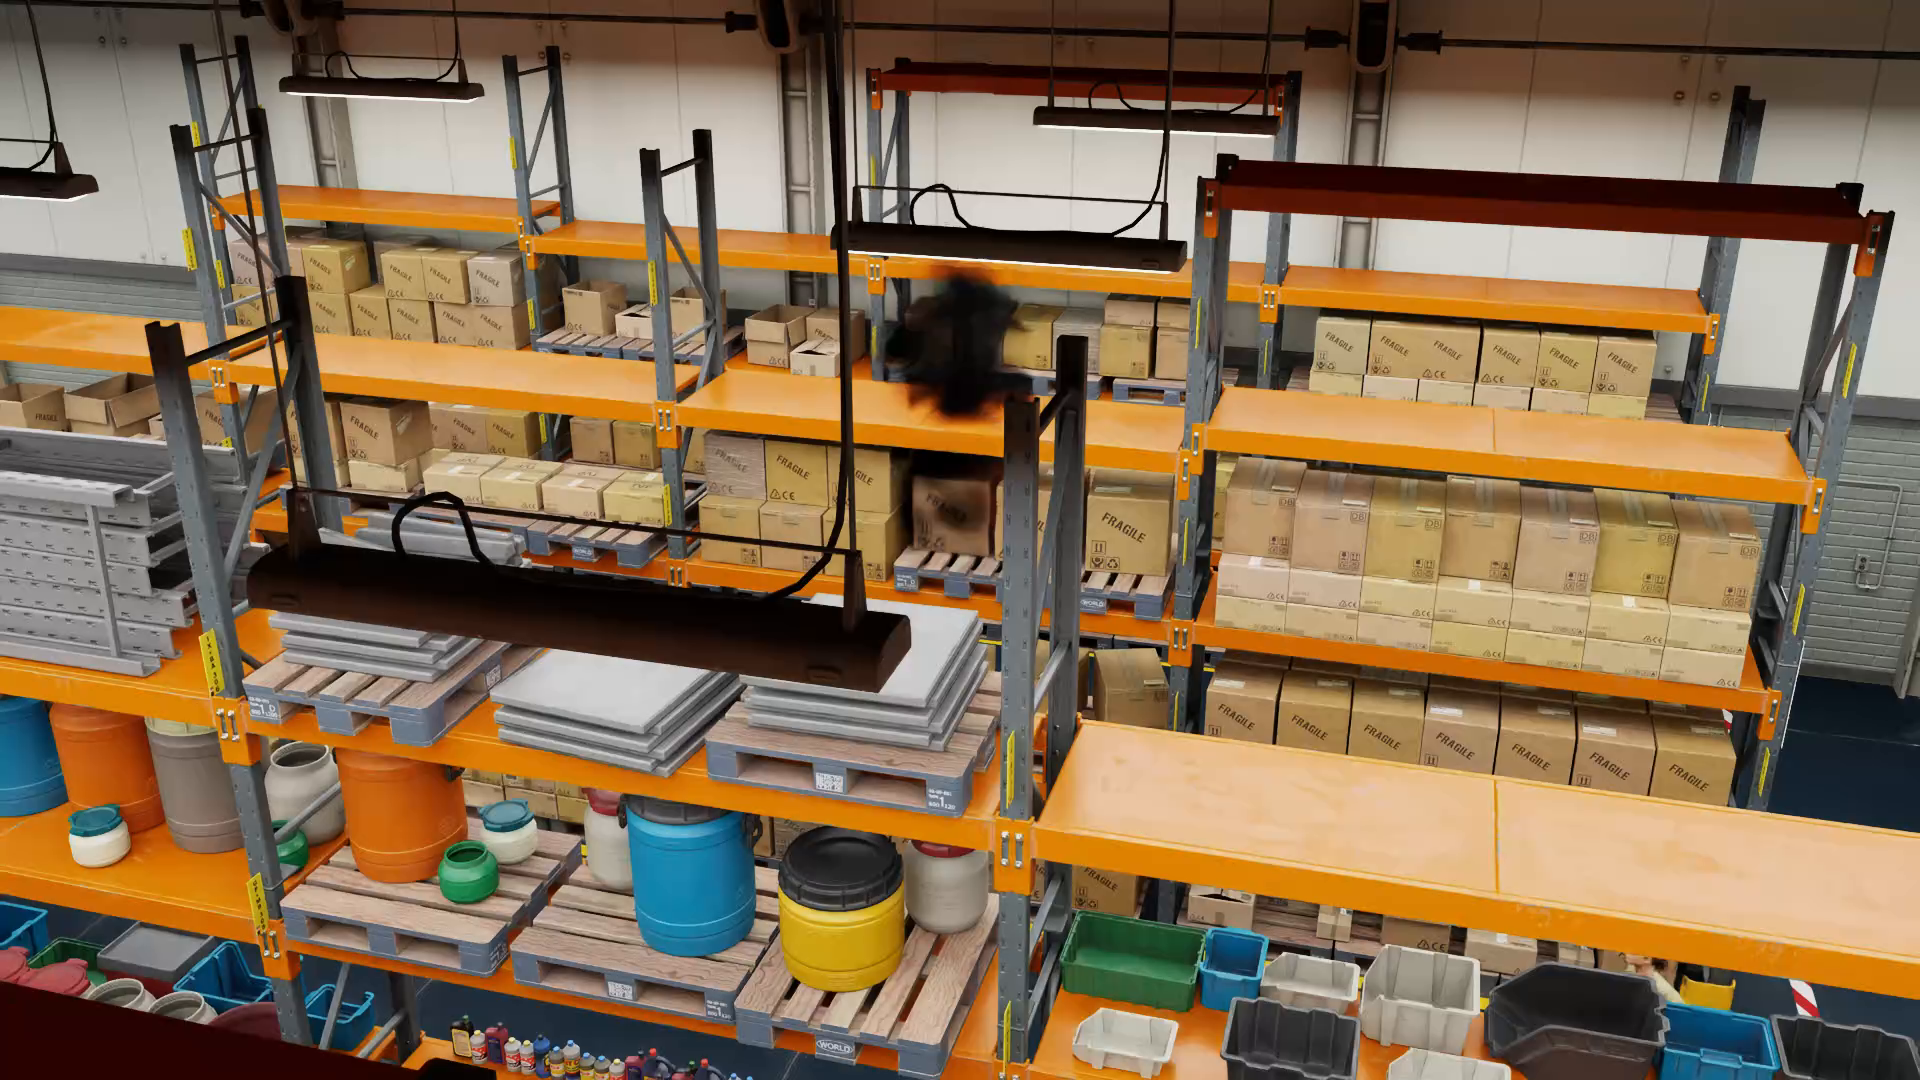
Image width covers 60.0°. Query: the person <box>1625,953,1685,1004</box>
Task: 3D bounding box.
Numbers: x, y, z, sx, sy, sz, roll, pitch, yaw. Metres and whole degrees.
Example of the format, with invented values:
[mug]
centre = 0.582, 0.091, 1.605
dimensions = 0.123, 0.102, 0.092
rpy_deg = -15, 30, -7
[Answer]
[person]
centre = 4.402, 3.260, 10.788
dimensions = 0.939, 1.636, 0.602
rpy_deg = 1, 23, 3
